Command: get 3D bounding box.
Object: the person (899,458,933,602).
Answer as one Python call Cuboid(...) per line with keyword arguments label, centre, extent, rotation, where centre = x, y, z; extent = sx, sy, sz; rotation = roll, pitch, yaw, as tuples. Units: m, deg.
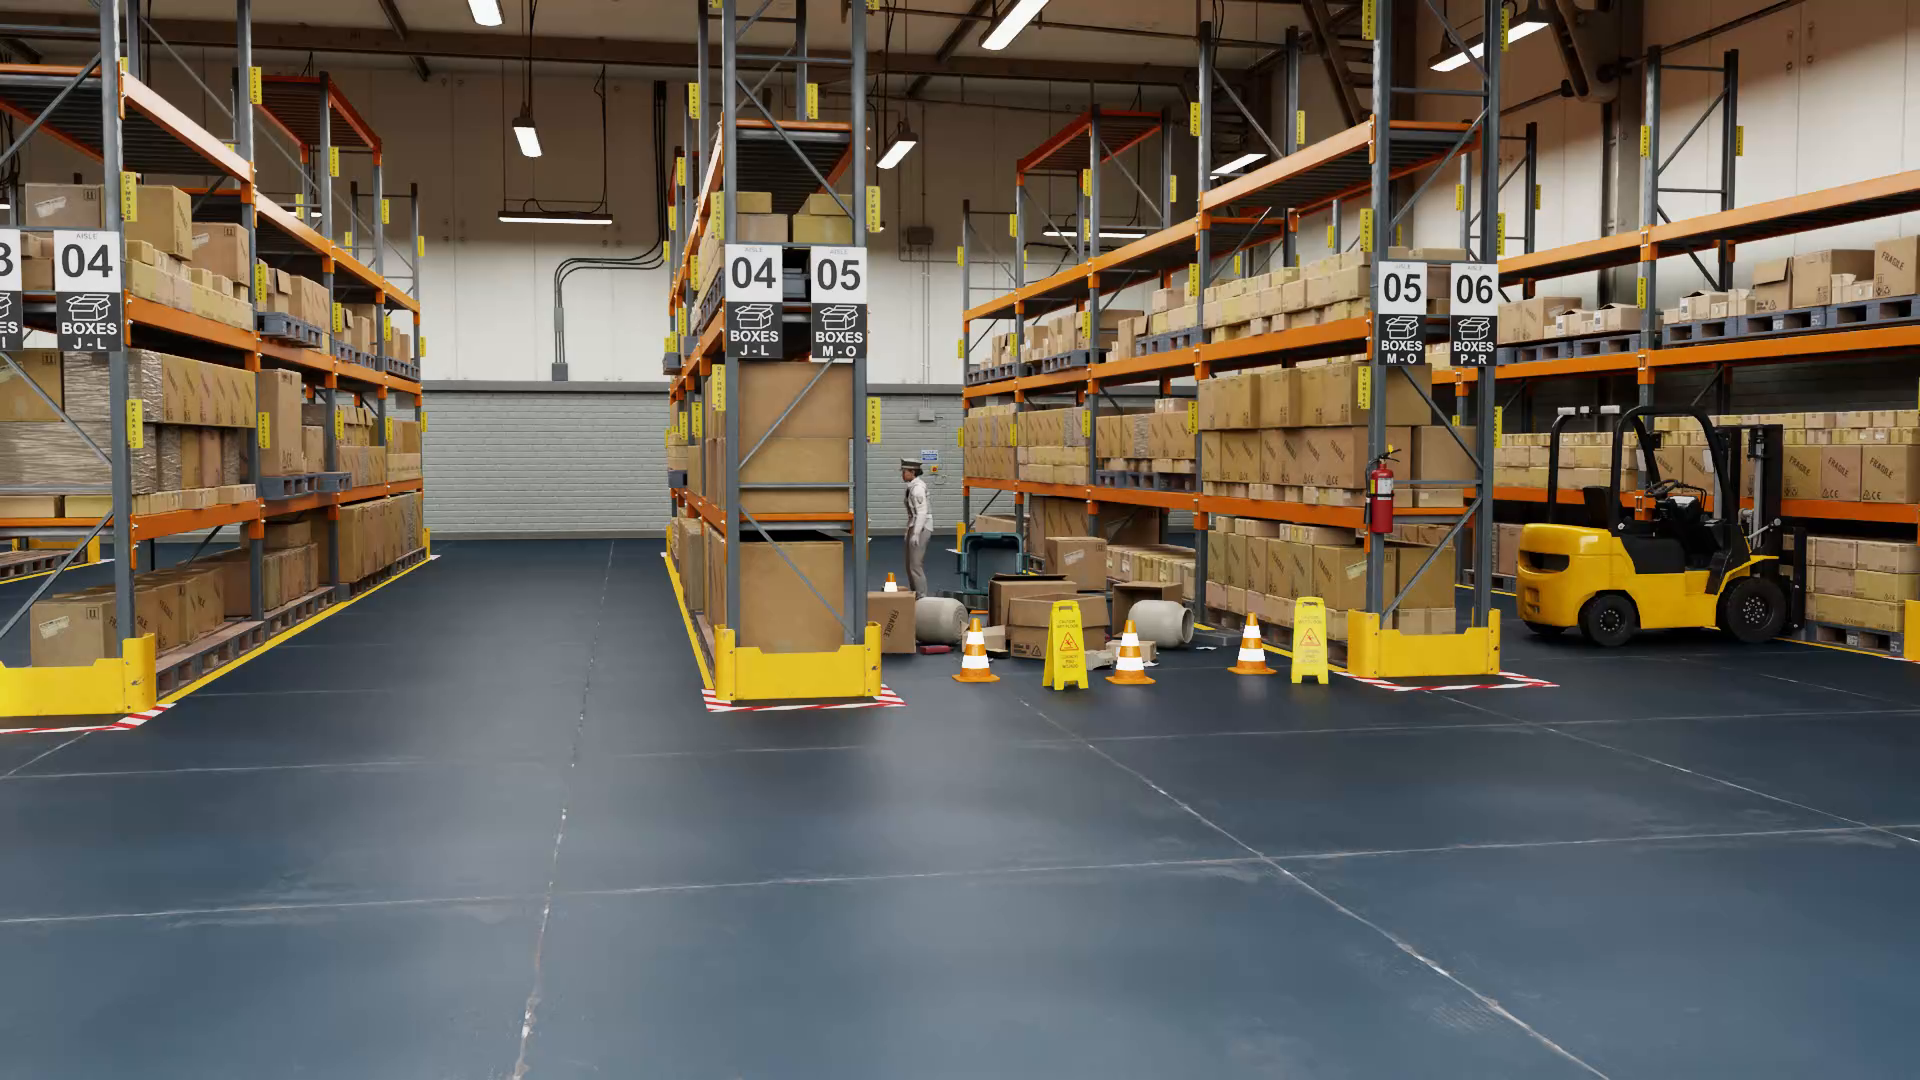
Cuboid(label="person", centre=(-0.486, -0.064, 18.279), extent=(0.372, 1.663, 0.528), rotation=(-1, 3, -11))
